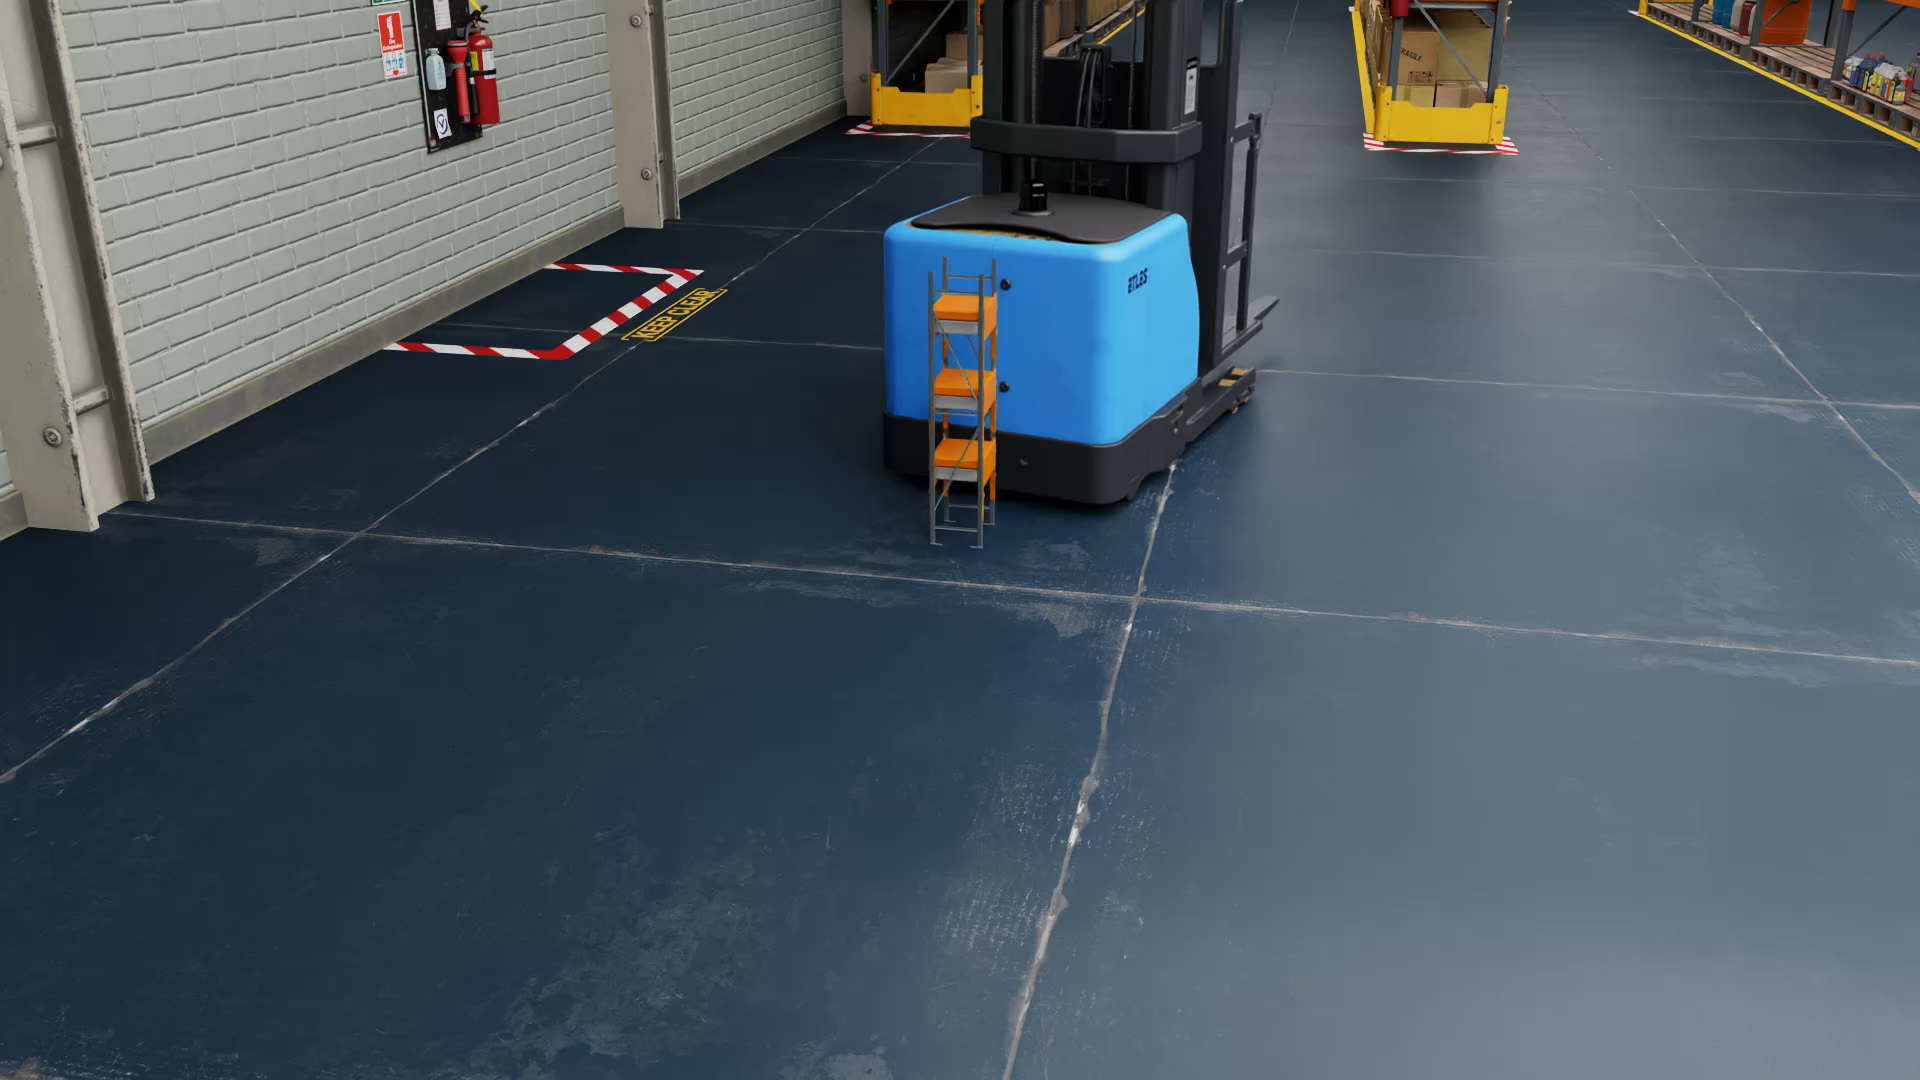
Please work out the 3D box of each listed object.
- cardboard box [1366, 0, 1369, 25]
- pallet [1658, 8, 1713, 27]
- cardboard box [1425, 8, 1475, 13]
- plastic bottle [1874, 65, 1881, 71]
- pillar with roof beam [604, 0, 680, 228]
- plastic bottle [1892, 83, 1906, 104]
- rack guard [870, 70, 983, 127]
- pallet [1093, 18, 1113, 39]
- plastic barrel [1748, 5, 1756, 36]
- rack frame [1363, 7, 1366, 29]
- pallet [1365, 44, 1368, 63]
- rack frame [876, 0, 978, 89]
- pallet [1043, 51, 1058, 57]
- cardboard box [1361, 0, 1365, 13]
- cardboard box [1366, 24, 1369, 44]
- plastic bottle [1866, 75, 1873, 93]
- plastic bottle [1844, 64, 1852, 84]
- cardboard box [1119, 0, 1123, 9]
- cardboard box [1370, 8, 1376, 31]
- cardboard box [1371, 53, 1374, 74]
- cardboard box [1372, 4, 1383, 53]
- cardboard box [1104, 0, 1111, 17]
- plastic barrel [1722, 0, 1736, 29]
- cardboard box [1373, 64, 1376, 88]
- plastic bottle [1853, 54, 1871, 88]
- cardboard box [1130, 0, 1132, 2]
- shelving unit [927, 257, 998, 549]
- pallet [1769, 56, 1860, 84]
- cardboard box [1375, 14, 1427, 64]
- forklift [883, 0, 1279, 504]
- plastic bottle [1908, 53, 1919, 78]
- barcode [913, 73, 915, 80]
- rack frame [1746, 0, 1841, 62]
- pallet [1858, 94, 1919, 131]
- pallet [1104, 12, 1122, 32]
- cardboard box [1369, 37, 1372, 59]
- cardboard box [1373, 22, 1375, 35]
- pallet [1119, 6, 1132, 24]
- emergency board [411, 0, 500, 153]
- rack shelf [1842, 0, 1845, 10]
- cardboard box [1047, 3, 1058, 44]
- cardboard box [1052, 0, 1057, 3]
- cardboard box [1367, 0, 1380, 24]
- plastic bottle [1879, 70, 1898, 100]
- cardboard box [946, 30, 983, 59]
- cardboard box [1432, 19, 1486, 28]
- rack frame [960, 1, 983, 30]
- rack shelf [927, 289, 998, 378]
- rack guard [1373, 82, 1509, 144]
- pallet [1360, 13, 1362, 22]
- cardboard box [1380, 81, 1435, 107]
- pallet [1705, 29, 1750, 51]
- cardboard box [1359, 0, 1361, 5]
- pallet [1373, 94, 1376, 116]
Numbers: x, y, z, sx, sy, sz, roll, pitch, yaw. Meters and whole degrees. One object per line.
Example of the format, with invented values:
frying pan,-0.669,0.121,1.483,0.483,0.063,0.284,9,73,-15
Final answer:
cardboard box,6.330,-7.909,24.734,0.500,0.500,0.500,4,22,9
pallet,12.185,-8.633,27.507,1.003,0.211,1.213,4,22,11
cardboard box,5.352,-5.559,18.257,0.500,0.500,0.500,4,22,11
plastic bottle,9.591,-4.831,17.396,0.097,0.271,0.097,0,22,0
pillar with roof beam,1.965,-6.156,9.593,9.100,9.000,0.400,4,22,11
plastic bottle,9.323,-4.430,16.494,0.097,0.201,0.097,0,22,0
rack guard,-0.305,-4.442,16.714,1.175,0.500,0.348,4,22,11
pallet,1.797,-7.933,25.770,1.003,0.211,1.213,4,22,11
plastic barrel,11.121,-7.179,22.931,0.421,0.512,0.421,0,22,0
rack frame,6.978,-9.586,26.141,1.000,3.000,0.127,4,22,11
pallet,5.956,-6.532,22.289,1.003,0.211,1.213,4,22,11
rack frame,-0.321,-5.574,16.178,1.000,3.000,0.127,4,22,11
pallet,0.653,-6.028,21.039,1.003,0.211,1.213,4,22,11
cardboard box,6.817,-8.861,27.097,0.500,0.500,0.500,4,22,11
cardboard box,5.666,-6.690,22.067,0.500,0.250,0.500,4,22,9
plastic bottle,9.504,-4.753,17.297,0.097,0.201,0.097,0,22,0
plastic bottle,9.679,-5.067,18.077,0.097,0.201,0.097,0,22,0
cardboard box,2.381,-9.263,28.123,0.700,0.500,0.500,5,22,12
cardboard box,5.458,-6.566,21.011,0.500,0.311,0.500,4,22,10
cardboard box,4.954,-5.433,18.948,0.500,0.250,0.500,4,22,11
cardboard box,4.944,-5.782,18.809,0.500,0.500,0.500,4,22,11
cardboard box,1.944,-8.587,25.976,0.750,0.750,0.750,5,23,13
plastic barrel,11.554,-7.972,24.380,0.600,0.901,0.708,4,22,11
cardboard box,4.644,-4.885,17.586,0.500,0.250,0.500,4,22,11
plastic bottle,9.623,-4.993,17.693,0.144,0.351,0.185,5,22,12
cardboard box,2.695,-9.830,29.530,0.700,0.500,0.500,4,22,9
shelving unit,0.011,-0.507,6.206,0.215,1.050,0.252,4,22,11
pallet,10.563,-5.726,20.288,1.003,0.211,1.213,4,22,11
cardboard box,4.641,-5.233,17.447,0.500,0.500,0.500,4,22,11
forklift,0.772,-2.014,7.431,1.130,2.935,3.031,10,24,24
plastic bottle,10.204,-5.010,17.736,0.144,0.351,0.185,4,22,11
barcode,-0.479,-4.818,17.300,0.001,0.075,0.075,4,22,11
rack frame,11.010,-7.744,21.567,1.000,3.000,0.127,4,22,11
pallet,9.769,-4.298,16.743,1.003,0.211,1.213,4,22,11
pallet,2.044,-8.381,26.881,1.003,0.211,1.213,4,22,11
cardboard box,5.355,-6.126,20.666,0.500,0.250,0.500,5,22,12
cardboard box,5.148,-6.010,19.629,0.500,0.311,0.500,4,22,11
pallet,2.360,-8.941,28.272,1.003,0.211,1.213,4,22,11
emergency board,-2.791,-2.801,9.292,0.194,1.169,0.643,4,22,11
rack shelf,10.602,-6.679,19.886,1.077,0.370,4.000,4,22,11
cardboard box,0.923,-6.913,22.261,0.700,0.500,0.500,4,22,11
cardboard box,1.038,-7.421,22.518,0.500,0.250,0.500,5,22,12
cardboard box,5.767,-7.134,22.419,0.500,0.311,0.500,5,23,13
plastic bottle,9.430,-4.605,16.830,0.152,0.276,0.135,4,22,9
cardboard box,0.223,-5.338,18.348,0.700,0.500,0.500,3,22,8
cardboard box,5.046,-5.011,16.895,0.500,0.500,0.500,4,22,11
rack frame,0.495,-7.037,19.810,1.000,3.000,0.127,4,22,11
rack shelf,0.011,-0.760,6.104,0.215,0.259,0.240,4,22,11
rack guard,4.525,-4.029,15.689,1.175,0.500,0.348,4,22,11
pallet,7.366,-8.991,28.396,1.003,0.211,1.213,4,22,11
cardboard box,4.350,-4.336,16.222,0.500,0.250,0.500,4,22,11
pallet,11.381,-7.187,23.917,1.003,0.211,1.213,4,22,11
cardboard box,7.202,-9.435,28.856,0.500,0.250,0.500,4,22,11
pallet,4.896,-4.632,17.572,1.003,0.211,1.213,4,22,11
